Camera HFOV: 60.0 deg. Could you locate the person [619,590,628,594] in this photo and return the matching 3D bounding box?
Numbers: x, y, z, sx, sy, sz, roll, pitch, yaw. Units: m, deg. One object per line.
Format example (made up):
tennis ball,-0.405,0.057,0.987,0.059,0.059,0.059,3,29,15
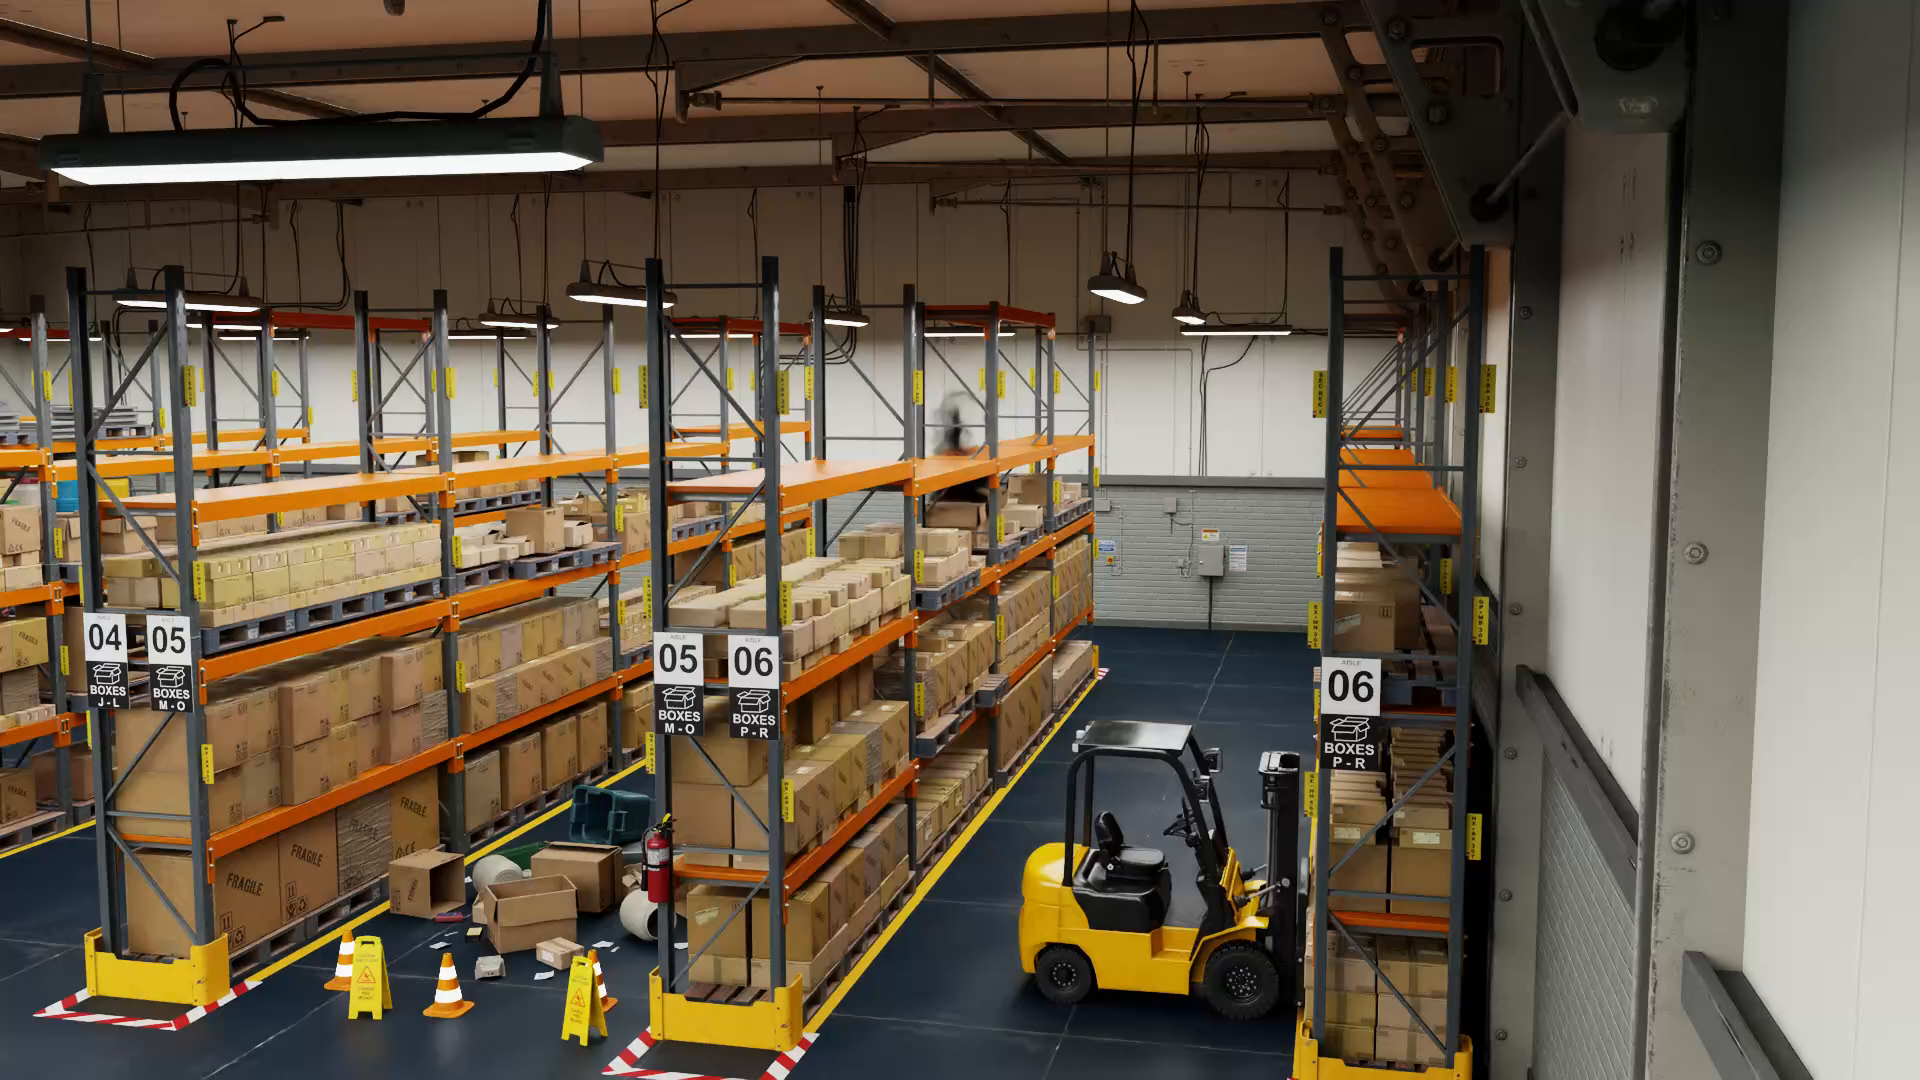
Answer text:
person,-5.306,1.657,26.594,0.546,1.751,0.725,1,6,11
